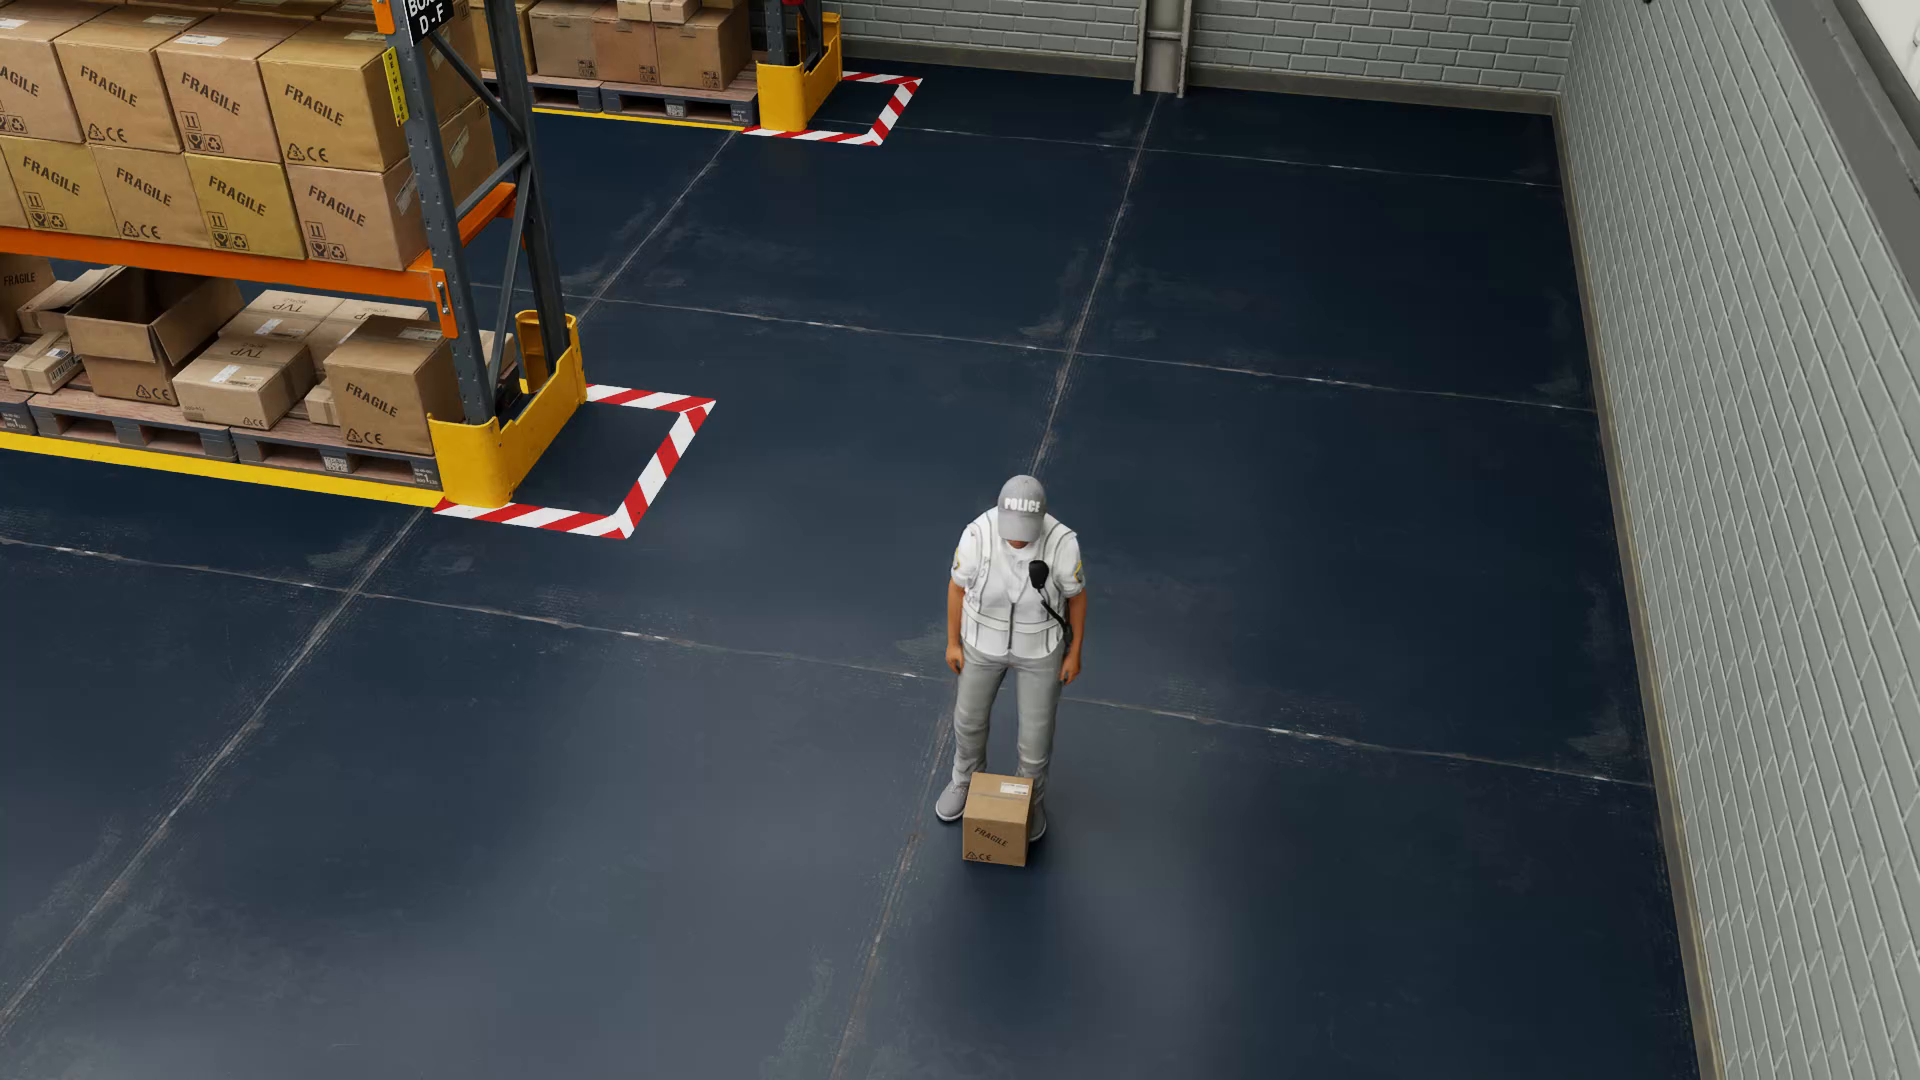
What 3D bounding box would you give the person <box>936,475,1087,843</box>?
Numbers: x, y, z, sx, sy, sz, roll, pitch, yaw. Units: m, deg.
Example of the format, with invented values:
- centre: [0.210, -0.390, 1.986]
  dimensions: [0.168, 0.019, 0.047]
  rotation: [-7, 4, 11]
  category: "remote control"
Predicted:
- centre: [0.192, 0.420, 6.396]
  dimensions: [0.563, 1.666, 0.469]
  rotation: [5, 37, 7]
  category: "person"
